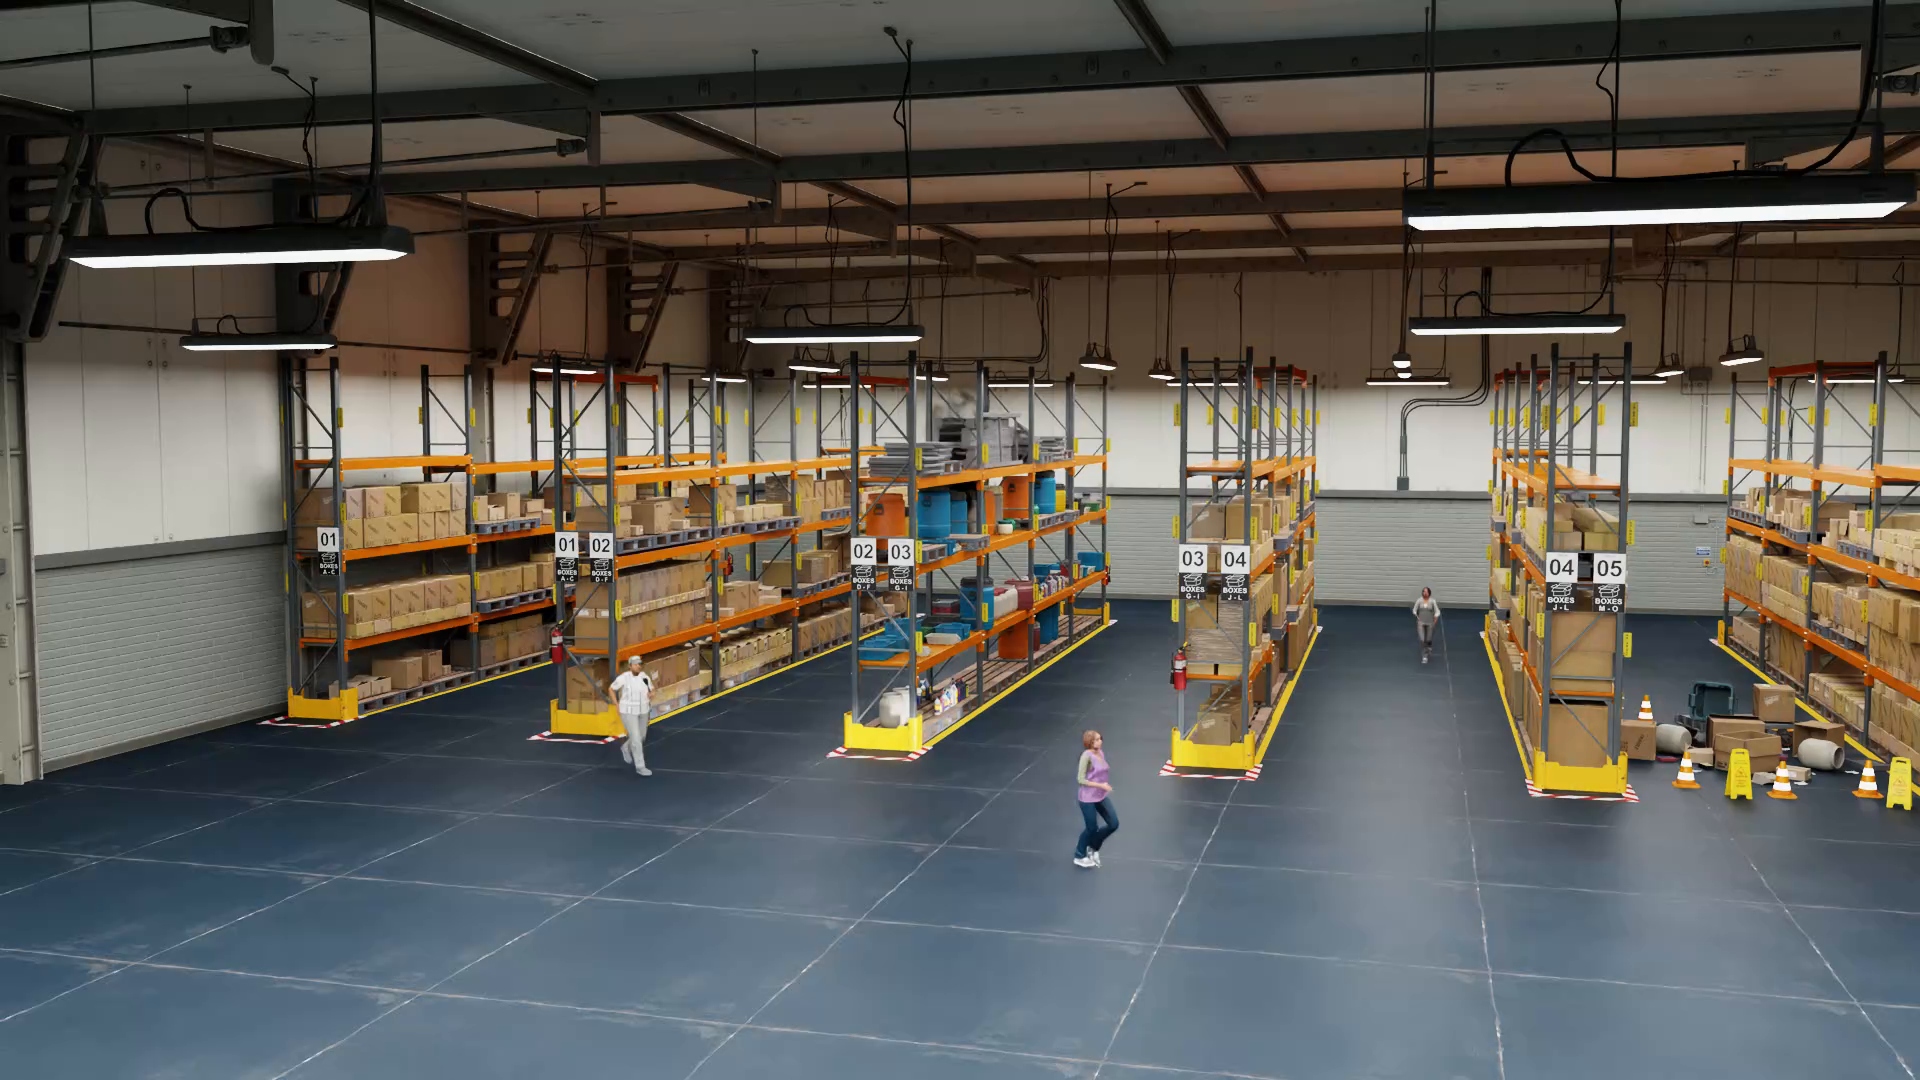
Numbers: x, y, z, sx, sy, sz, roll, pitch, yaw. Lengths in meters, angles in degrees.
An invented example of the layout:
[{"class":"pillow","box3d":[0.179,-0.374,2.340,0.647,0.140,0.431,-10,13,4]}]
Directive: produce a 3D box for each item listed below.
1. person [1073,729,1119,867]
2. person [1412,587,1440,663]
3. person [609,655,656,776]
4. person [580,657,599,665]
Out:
[{"class":"person","box3d":[1.500,2.859,18.351,0.605,1.559,0.509,4,6,42]},{"class":"person","box3d":[9.547,1.734,34.091,0.541,1.559,0.549,1,4,20]},{"class":"person","box3d":[-4.586,2.435,23.417,0.607,1.643,0.897,-4,6,-42]},{"class":"person","box3d":[-6.683,1.896,30.425,0.639,1.733,0.592,1,4,13]}]
